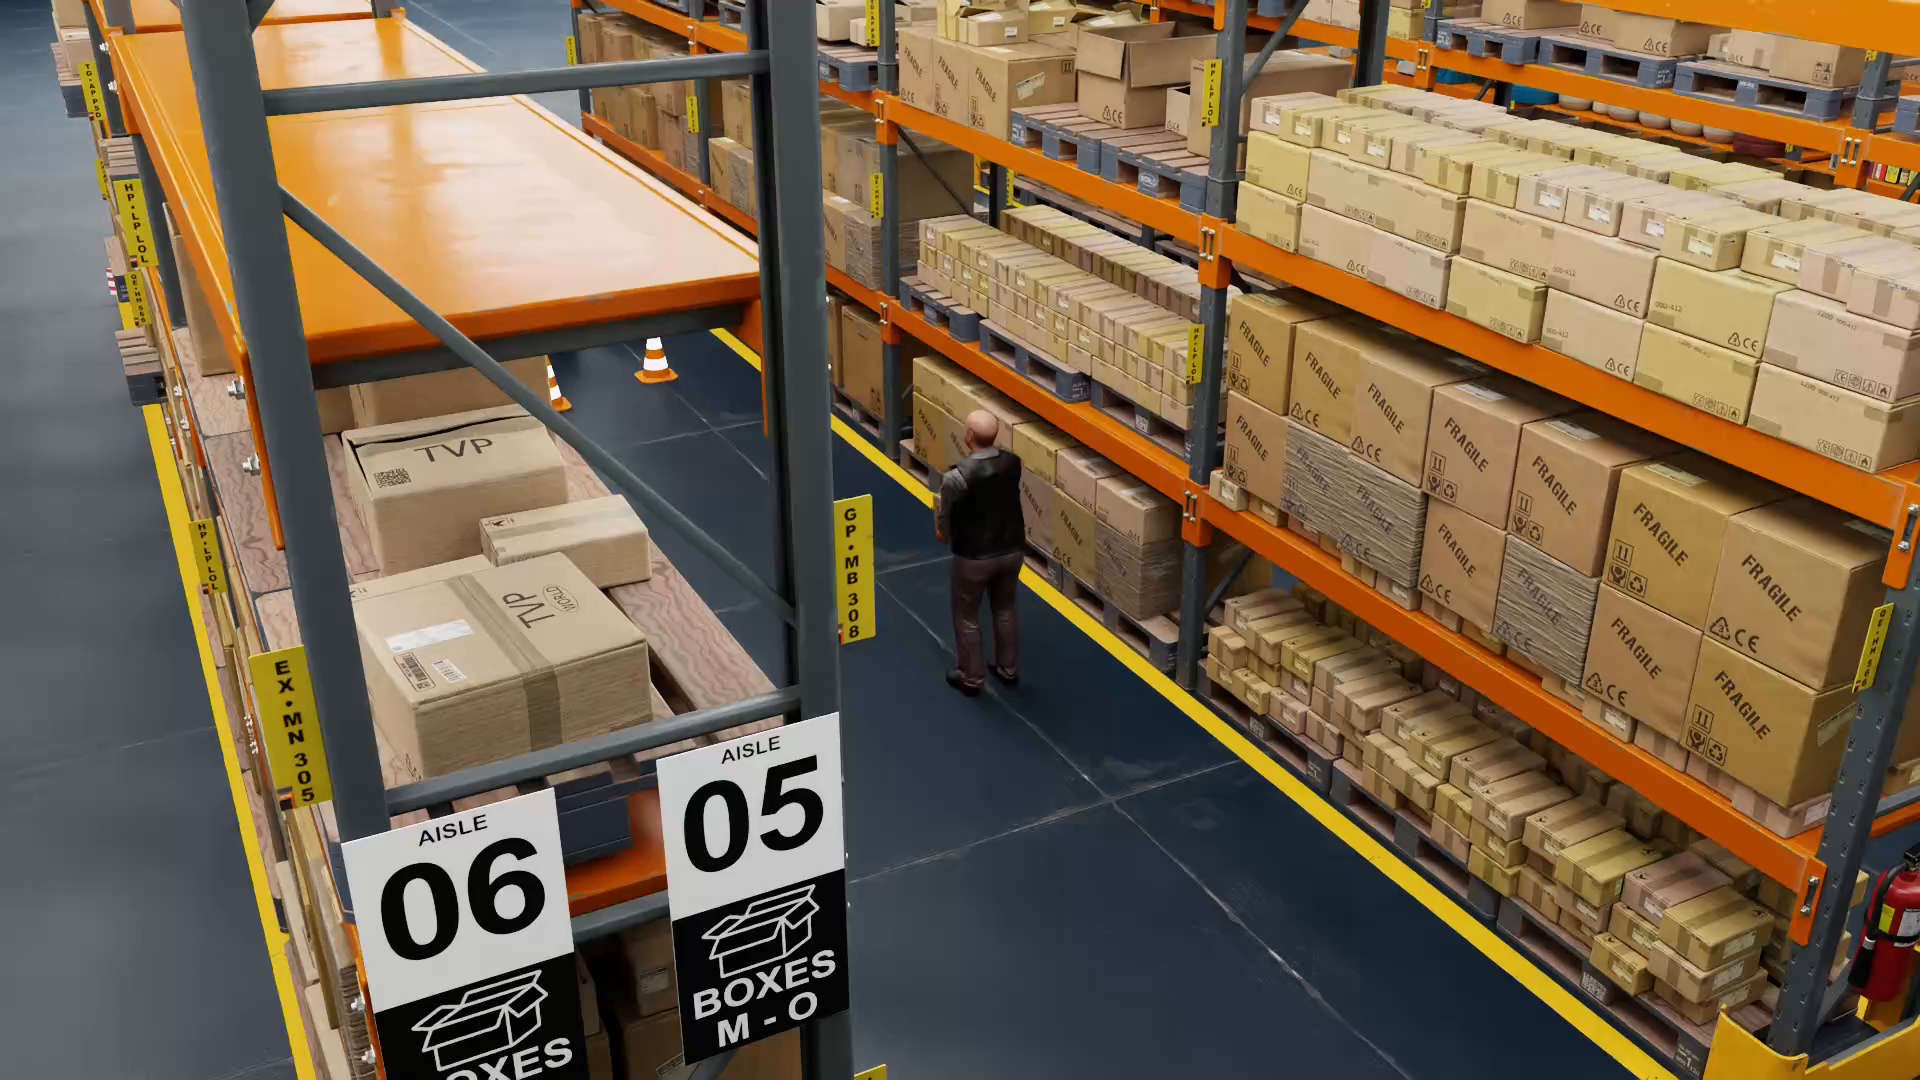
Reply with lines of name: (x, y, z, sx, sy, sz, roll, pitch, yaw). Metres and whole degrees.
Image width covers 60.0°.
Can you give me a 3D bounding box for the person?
person: (0.095, 0.045, 9.584, 0.494, 1.720, 0.559, -13, 28, -26)
